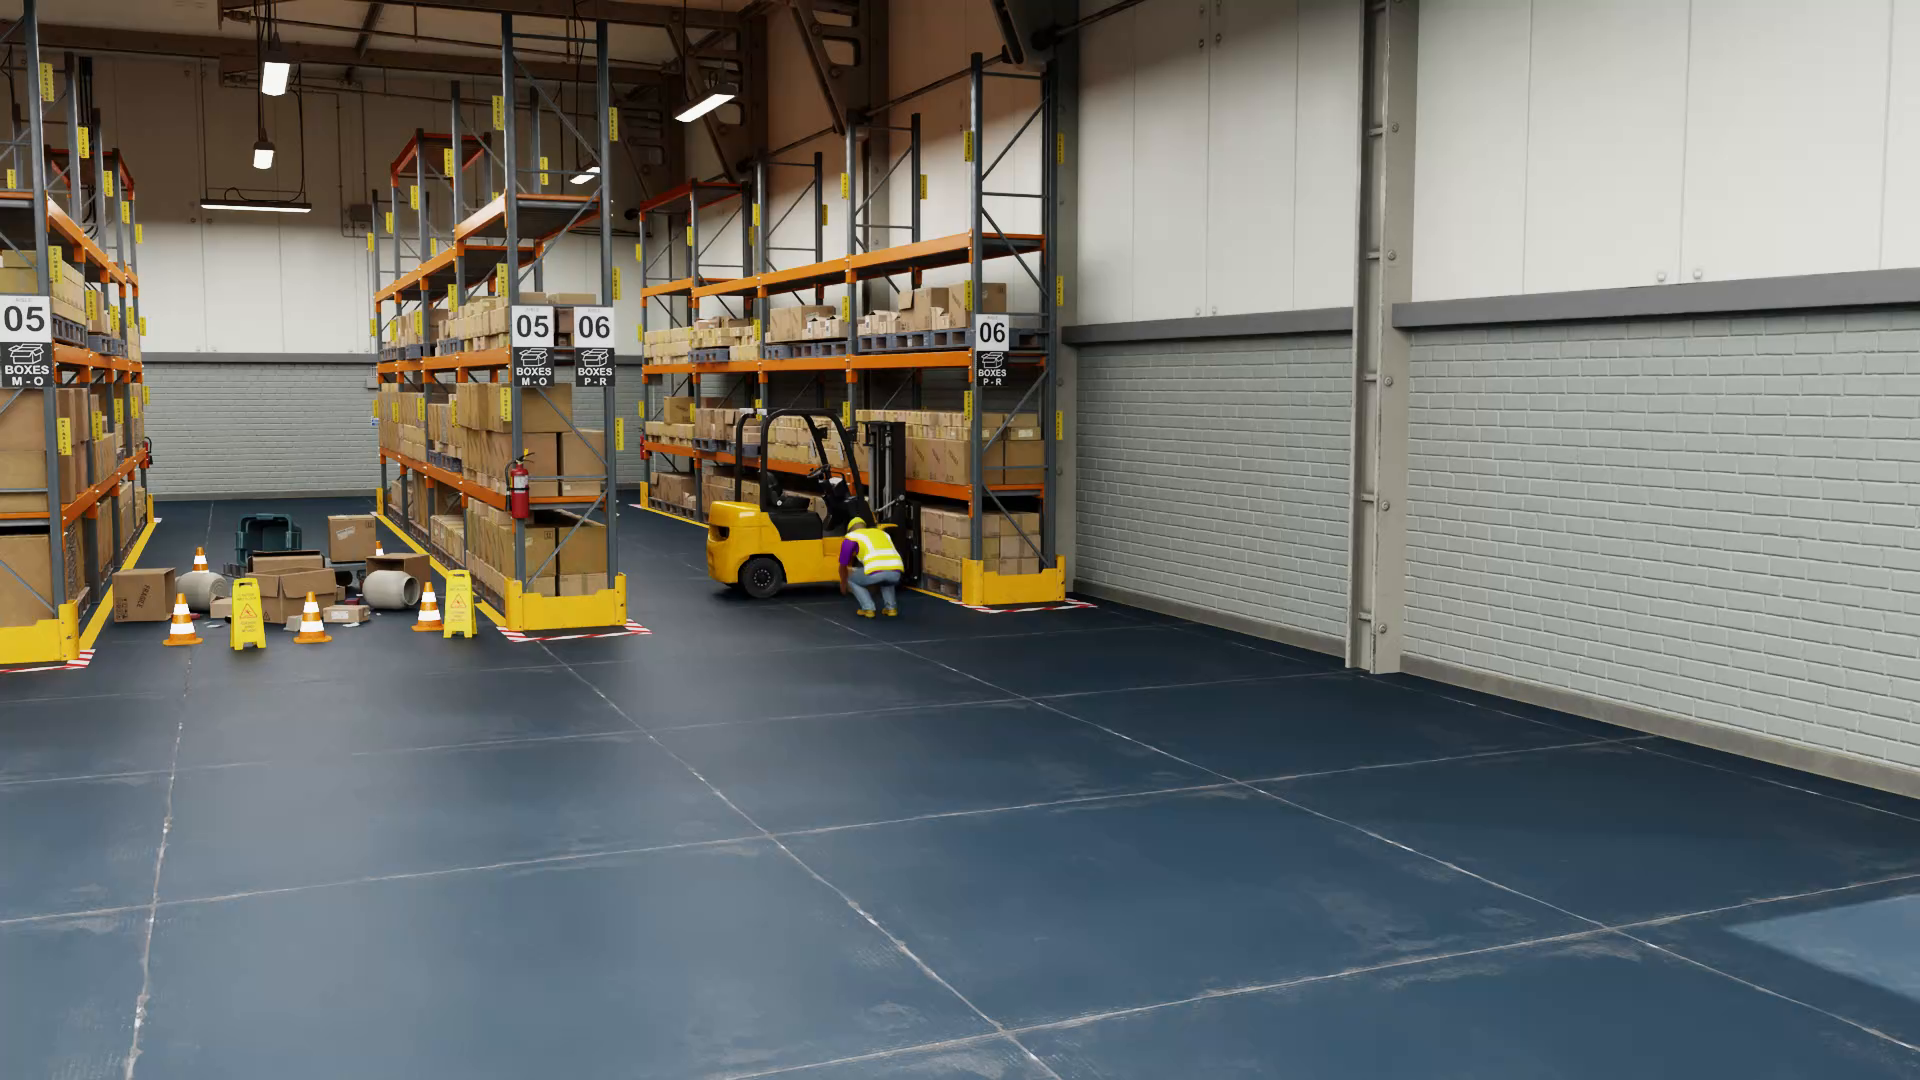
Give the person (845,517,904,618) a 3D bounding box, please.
[{"bbox_3d":[-0.949,0.287,17.636,0.520,1.015,0.861,-2,6,-24],"label":"person"}]
